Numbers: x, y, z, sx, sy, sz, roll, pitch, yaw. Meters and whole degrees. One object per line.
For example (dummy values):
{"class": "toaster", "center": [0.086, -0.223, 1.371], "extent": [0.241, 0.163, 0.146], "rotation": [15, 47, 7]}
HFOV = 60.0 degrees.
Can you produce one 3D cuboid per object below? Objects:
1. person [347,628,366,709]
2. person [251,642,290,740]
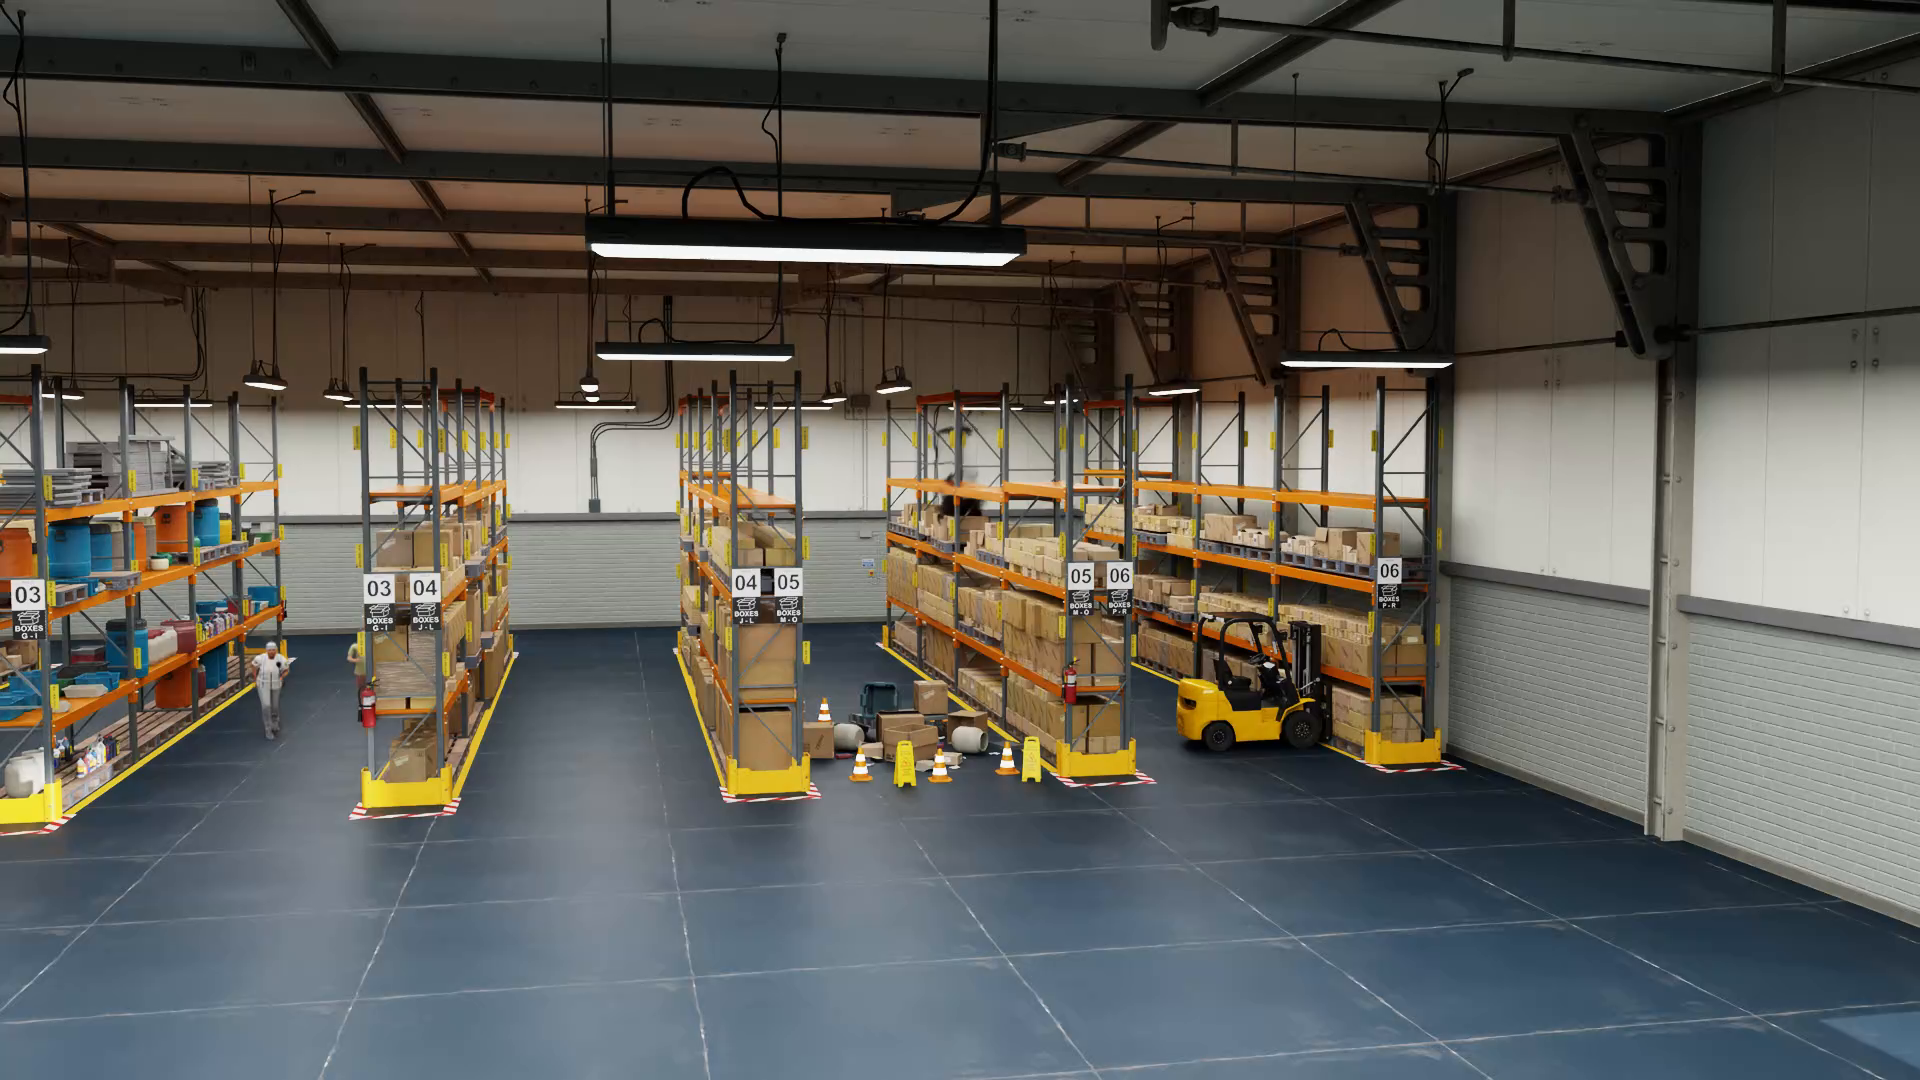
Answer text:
{"class": "person", "center": [-10.563, 2.404, 29.487], "extent": [0.565, 1.714, 0.806], "rotation": [-1, 4, -16]}
{"class": "person", "center": [-11.684, 2.528, 28.200], "extent": [0.600, 1.666, 0.874], "rotation": [-2, 4, -28]}
